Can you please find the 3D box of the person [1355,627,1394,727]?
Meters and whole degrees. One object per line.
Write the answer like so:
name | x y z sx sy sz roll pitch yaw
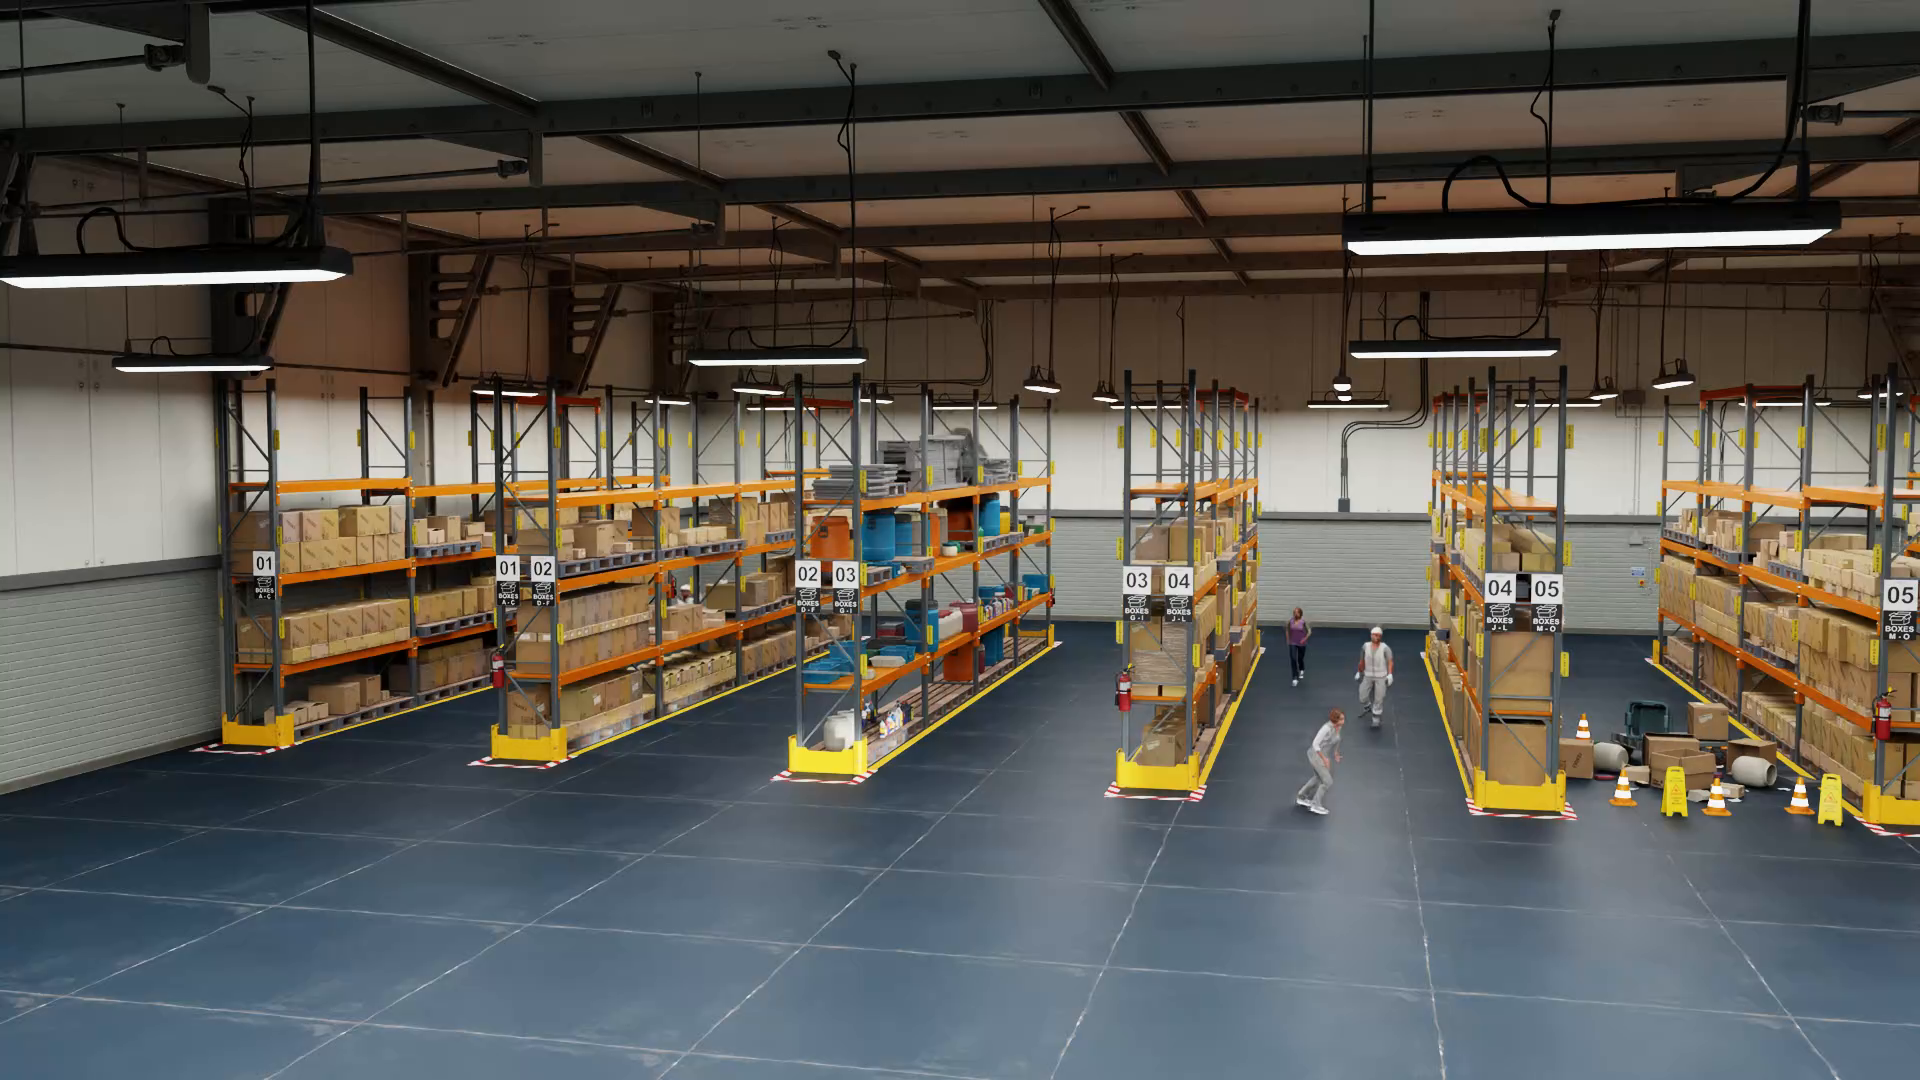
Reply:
person | 7.243 2.378 29.017 0.728 1.752 0.681 2 4 27

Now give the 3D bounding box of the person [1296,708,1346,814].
person | 4.836 2.947 22.321 0.778 1.457 0.586 2 4 34

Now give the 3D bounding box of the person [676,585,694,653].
person | -6.174 1.889 37.328 0.675 1.760 0.682 1 4 14

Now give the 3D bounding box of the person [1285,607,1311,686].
person | 6.948 2.166 34.183 0.545 1.604 0.800 1 4 17
